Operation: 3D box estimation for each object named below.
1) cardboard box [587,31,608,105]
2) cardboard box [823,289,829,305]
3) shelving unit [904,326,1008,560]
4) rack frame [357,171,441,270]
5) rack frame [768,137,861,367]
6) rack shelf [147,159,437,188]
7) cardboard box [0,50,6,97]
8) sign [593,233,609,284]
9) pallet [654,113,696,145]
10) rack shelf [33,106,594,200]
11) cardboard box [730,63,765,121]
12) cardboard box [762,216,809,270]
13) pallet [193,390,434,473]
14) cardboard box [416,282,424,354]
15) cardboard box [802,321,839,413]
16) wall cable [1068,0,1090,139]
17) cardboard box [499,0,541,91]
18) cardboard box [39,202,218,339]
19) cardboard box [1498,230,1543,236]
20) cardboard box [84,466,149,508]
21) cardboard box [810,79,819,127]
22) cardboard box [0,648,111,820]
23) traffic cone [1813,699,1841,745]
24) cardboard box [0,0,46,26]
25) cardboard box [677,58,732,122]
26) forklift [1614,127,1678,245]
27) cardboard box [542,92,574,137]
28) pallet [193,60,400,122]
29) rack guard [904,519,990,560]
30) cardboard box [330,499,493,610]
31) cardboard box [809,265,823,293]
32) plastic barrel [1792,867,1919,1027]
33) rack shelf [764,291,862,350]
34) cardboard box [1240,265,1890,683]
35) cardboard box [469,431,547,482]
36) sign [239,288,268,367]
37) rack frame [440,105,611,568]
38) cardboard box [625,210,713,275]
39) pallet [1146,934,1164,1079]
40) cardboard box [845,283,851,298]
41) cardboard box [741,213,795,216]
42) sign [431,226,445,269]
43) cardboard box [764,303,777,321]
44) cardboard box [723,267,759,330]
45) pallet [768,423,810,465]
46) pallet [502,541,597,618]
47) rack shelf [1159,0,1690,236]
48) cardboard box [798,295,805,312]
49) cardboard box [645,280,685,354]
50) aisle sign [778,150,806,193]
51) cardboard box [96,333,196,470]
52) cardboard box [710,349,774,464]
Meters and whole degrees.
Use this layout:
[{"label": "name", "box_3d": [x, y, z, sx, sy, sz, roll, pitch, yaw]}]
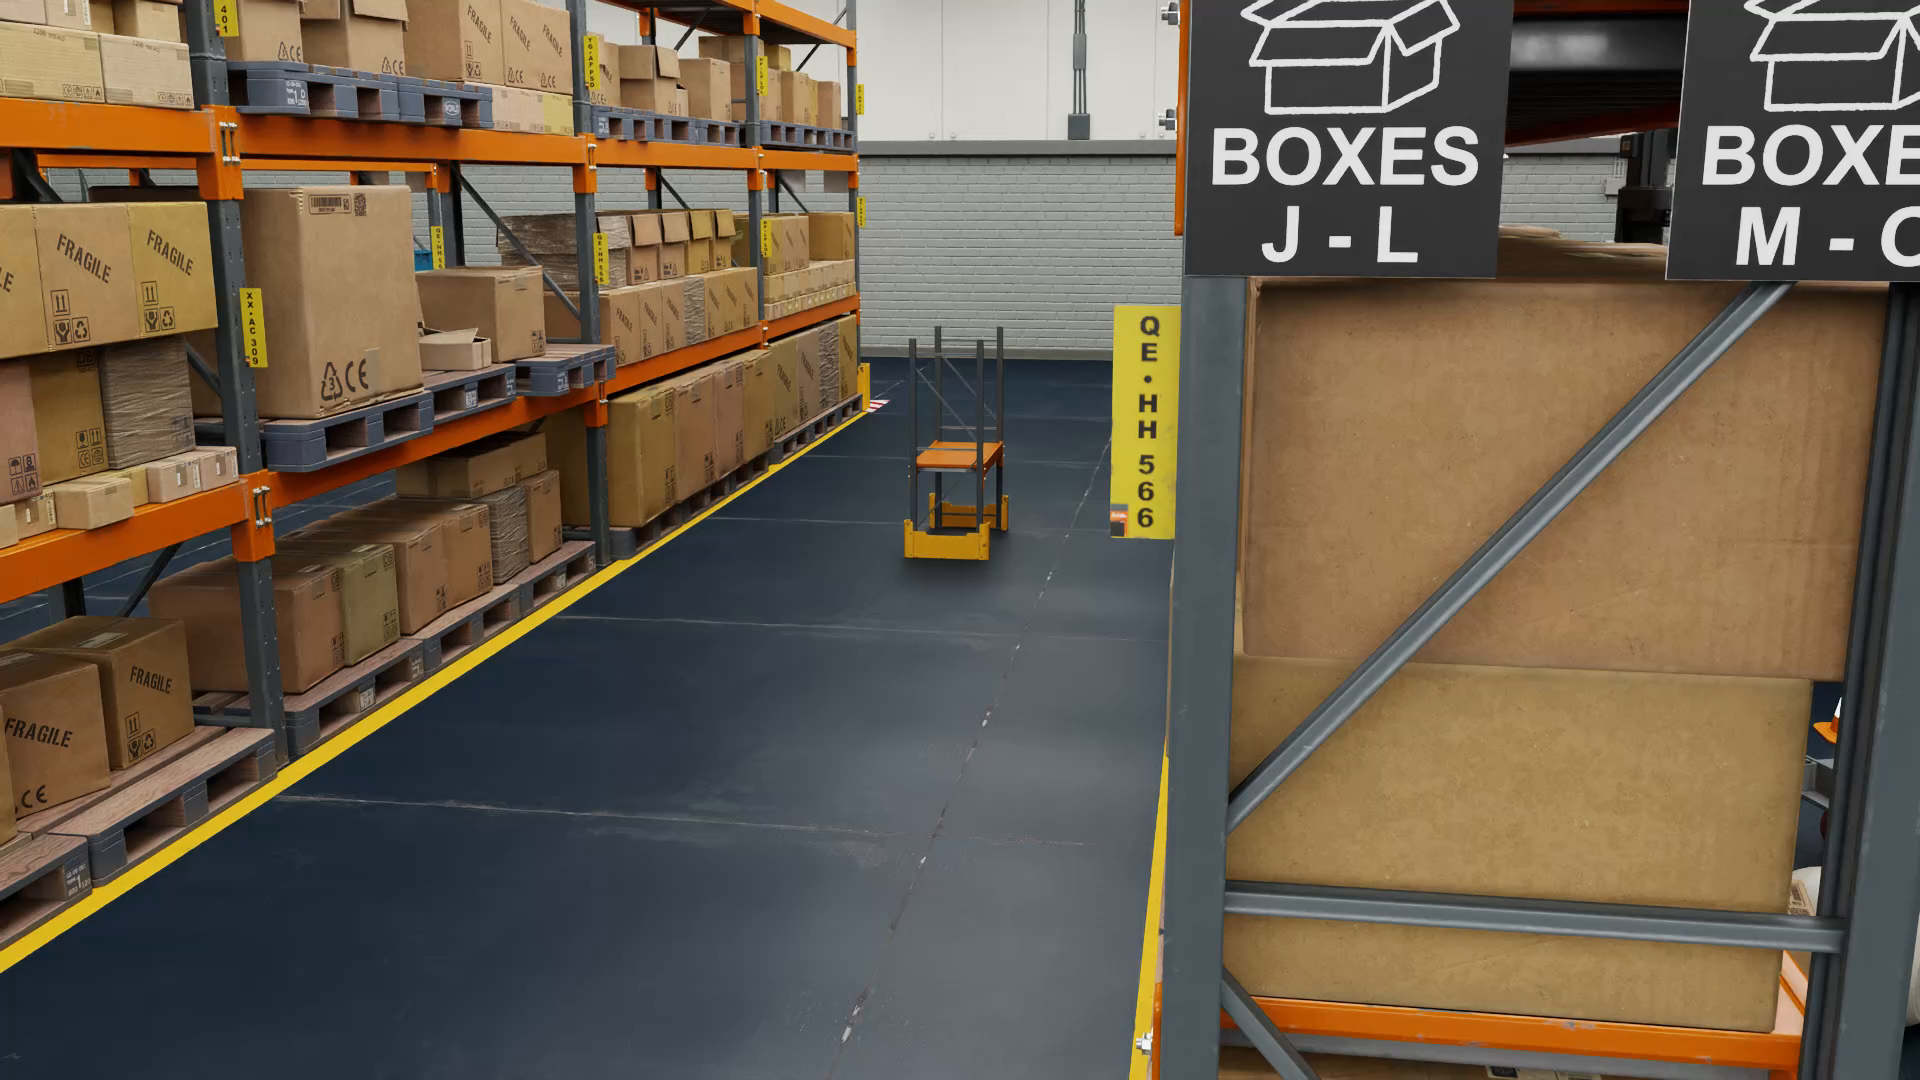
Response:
[{"label": "cardboard box", "box_3d": [-2.837, -3.158, 11.164, 0.797, 0.503, 0.637, 3, 12, 12]}, {"label": "cardboard box", "box_3d": [-1.553, -2.498, 17.058, 0.380, 0.149, 0.250, 2, 12, 9]}, {"label": "shelving unit", "box_3d": [-0.012, -0.717, 11.762, 0.587, 1.500, 1.083, 2, 12, 9]}, {"label": "rack frame", "box_3d": [-6.523, -3.132, 19.408, 1.000, 3.000, 0.127, 2, 12, 9]}, {"label": "rack frame", "box_3d": [-1.629, -2.972, 18.663, 1.000, 3.000, 0.127, 2, 12, 9]}, {"label": "rack shelf", "box_3d": [-6.831, -3.831, 17.235, 1.077, 0.370, 4.000, 2, 12, 9]}, {"label": "cardboard box", "box_3d": [-3.451, -1.549, 5.296, 0.500, 0.250, 0.500, 2, 12, 8]}, {"label": "sign", "box_3d": [-2.322, -1.818, 10.749, 0.100, 0.325, 0.005, 2, 12, 9]}, {"label": "pallet", "box_3d": [-2.644, -3.049, 12.350, 1.003, 0.211, 1.213, 2, 12, 11]}, {"label": "rack shelf", "box_3d": [-3.167, -2.005, 8.763, 1.077, 0.370, 4.000, 2, 12, 9]}, {"label": "cardboard box", "box_3d": [-2.183, -4.073, 15.183, 0.700, 0.500, 0.500, 1, 12, 5]}, {"label": "cardboard box", "box_3d": [-1.759, -2.880, 16.107, 0.500, 0.500, 0.500, 1, 12, 7]}, {"label": "pallet", "box_3d": [-3.213, -0.534, 7.808, 1.003, 0.211, 1.213, 2, 12, 9]}, {"label": "cardboard box", "box_3d": [-3.299, -1.093, 8.705, 0.797, 0.503, 0.637, 3, 13, 14]}, {"label": "cardboard box", "box_3d": [-1.788, -1.813, 17.333, 0.875, 0.875, 0.875, 2, 12, 9]}, {"label": "wall cable", "box_3d": [2.646, -8.542, 22.636, 2.277, 5.999, 0.120, 2, 12, 9]}, {"label": "cardboard box", "box_3d": [-2.754, -2.852, 9.561, 0.500, 0.500, 0.500, 2, 12, 9]}, {"label": "cardboard box", "box_3d": [-3.272, -1.054, 6.448, 0.500, 0.500, 0.500, 2, 12, 9]}, {"label": "cardboard box", "box_3d": [1.131, -0.591, 4.698, 0.875, 0.550, 0.550, 2, 12, 9]}, {"label": "cardboard box", "box_3d": [-3.363, -0.195, 6.374, 0.380, 0.149, 0.250, 2, 12, 9]}, {"label": "cardboard box", "box_3d": [-1.862, -4.518, 17.246, 0.700, 0.500, 0.500, 1, 12, 7]}, {"label": "cardboard box", "box_3d": [-3.656, 0.744, 6.356, 0.500, 0.500, 0.500, 6, 14, 27]}, {"label": "traffic cone", "box_3d": [4.181, 0.691, 7.688, 0.336, 0.463, 0.334, 2, 12, 9]}, {"label": "cardboard box", "box_3d": [-3.341, -1.819, 5.602, 0.380, 0.149, 0.250, 1, 12, 7]}, {"label": "cardboard box", "box_3d": [-2.324, -3.739, 13.867, 0.700, 0.500, 0.500, 2, 12, 10]}, {"label": "forklift", "box_3d": [4.183, -0.890, 9.166, 1.130, 2.935, 3.031, 2, 12, 9]}, {"label": "cardboard box", "box_3d": [-2.690, -2.593, 10.139, 0.500, 0.250, 0.500, 2, 12, 9]}, {"label": "pallet", "box_3d": [-3.274, -1.973, 7.356, 1.213, 0.211, 1.003, 2, 12, 9]}, {"label": "rack guard", "box_3d": [-0.088, -0.003, 11.412, 0.587, 0.250, 0.087, 2, 12, 9]}, {"label": "cardboard box", "box_3d": [-3.096, 0.075, 9.416, 0.700, 0.500, 0.500, 3, 13, 13]}, {"label": "cardboard box", "box_3d": [-1.674, -2.614, 16.654, 0.500, 0.250, 0.500, 2, 12, 9]}, {"label": "plastic barrel", "box_3d": [2.752, 1.253, 5.173, 0.421, 0.421, 0.512, -10, 16, -40]}, {"label": "rack shelf", "box_3d": [-1.937, -2.204, 16.807, 1.077, 0.370, 4.000, 2, 12, 9]}, {"label": "cardboard box", "box_3d": [0.891, -0.137, 2.588, 0.875, 0.550, 0.550, 2, 12, 9]}, {"label": "cardboard box", "box_3d": [-2.933, -0.526, 10.422, 0.500, 0.250, 0.500, 2, 12, 11]}, {"label": "sign", "box_3d": [-2.937, -0.881, 6.906, 0.100, 0.325, 0.005, 2, 12, 9]}, {"label": "rack frame", "box_3d": [-2.860, -1.306, 10.935, 1.000, 3.000, 0.127, 2, 12, 9]}, {"label": "cardboard box", "box_3d": [-2.451, -2.403, 13.404, 0.797, 0.503, 0.637, 2, 12, 9]}, {"label": "pallet", "box_3d": [1.031, 1.482, 4.618, 1.003, 0.211, 1.213, 2, 12, 9]}, {"label": "cardboard box", "box_3d": [-1.397, -2.710, 18.045, 0.380, 0.149, 0.250, 2, 12, 9]}, {"label": "cardboard box", "box_3d": [-2.047, -3.215, 17.662, 0.500, 0.500, 0.500, 2, 12, 7]}, {"label": "sign", "box_3d": [-3.408, -1.890, 10.894, 0.100, 0.325, 0.005, 2, 12, 9]}, {"label": "cardboard box", "box_3d": [-1.870, -2.067, 15.061, 0.380, 0.149, 0.250, 2, 12, 9]}, {"label": "cardboard box", "box_3d": [-2.046, -2.082, 14.296, 0.500, 0.500, 0.500, 2, 12, 9]}, {"label": "pallet", "box_3d": [-2.050, -0.932, 15.816, 1.003, 0.211, 1.213, 2, 12, 9]}, {"label": "pallet", "box_3d": [-2.981, 0.219, 10.475, 1.003, 0.211, 1.213, 2, 12, 9]}, {"label": "rack shelf", "box_3d": [1.103, -0.990, 4.056, 1.077, 0.370, 4.000, 2, 12, 9]}, {"label": "cardboard box", "box_3d": [-1.712, -2.285, 16.071, 0.380, 0.149, 0.250, 2, 12, 8]}, {"label": "cardboard box", "box_3d": [-2.363, -1.662, 12.347, 0.500, 0.500, 0.500, 2, 12, 8]}, {"label": "aisle sign", "box_3d": [-1.914, -4.267, 18.504, 0.394, 0.787, 0.004, 2, 12, 9]}, {"label": "cardboard box", "box_3d": [-3.605, -0.576, 6.604, 0.875, 0.500, 0.500, 2, 12, 9]}, {"label": "cardboard box", "box_3d": [-2.323, -1.172, 14.358, 1.225, 0.875, 0.875, 2, 12, 9]}]
